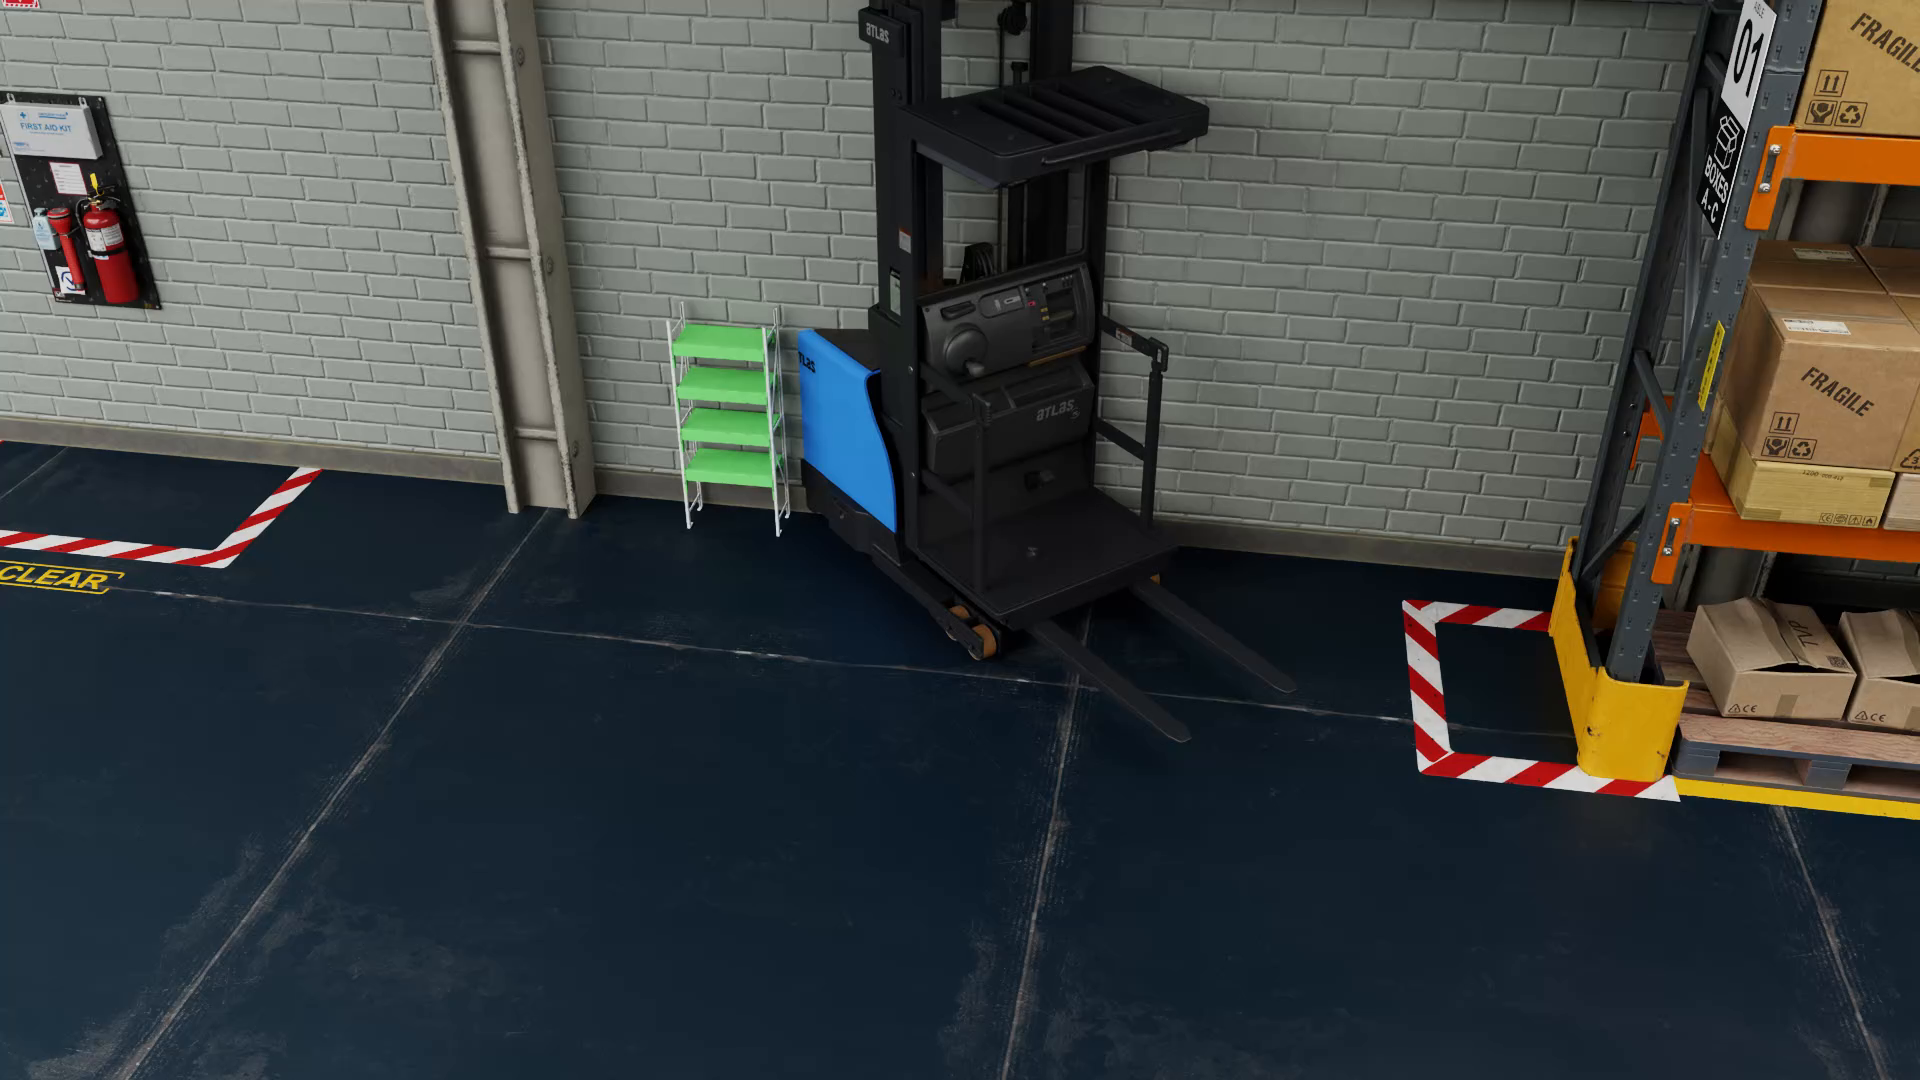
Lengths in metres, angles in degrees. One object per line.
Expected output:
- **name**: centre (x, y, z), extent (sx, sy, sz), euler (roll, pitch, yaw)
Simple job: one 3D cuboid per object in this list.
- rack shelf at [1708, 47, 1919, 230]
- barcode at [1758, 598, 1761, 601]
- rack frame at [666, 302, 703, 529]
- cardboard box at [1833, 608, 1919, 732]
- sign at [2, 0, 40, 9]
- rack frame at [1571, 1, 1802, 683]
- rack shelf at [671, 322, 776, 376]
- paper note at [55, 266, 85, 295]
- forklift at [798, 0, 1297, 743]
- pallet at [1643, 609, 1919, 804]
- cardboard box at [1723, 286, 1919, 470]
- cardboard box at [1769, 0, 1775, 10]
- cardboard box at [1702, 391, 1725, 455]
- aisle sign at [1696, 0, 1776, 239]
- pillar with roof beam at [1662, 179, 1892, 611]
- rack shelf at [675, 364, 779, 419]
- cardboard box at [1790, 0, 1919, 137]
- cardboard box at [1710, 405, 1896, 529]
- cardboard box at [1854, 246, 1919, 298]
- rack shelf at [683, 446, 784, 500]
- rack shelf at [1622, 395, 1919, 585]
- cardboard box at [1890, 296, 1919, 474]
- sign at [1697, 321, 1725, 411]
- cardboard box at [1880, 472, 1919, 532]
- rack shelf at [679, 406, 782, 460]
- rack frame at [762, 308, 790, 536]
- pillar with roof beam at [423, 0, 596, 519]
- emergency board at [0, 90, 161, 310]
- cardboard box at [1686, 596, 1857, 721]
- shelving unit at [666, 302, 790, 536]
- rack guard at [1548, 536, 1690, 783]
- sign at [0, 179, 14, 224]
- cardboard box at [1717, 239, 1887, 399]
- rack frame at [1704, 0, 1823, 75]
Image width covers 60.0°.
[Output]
- **rack shelf**: centre (4.830, -1.346, 5.925), extent (4.000, 0.370, 1.077), euler (5, 32, 8)
- **barcode**: centre (3.611, 0.292, 7.567), extent (0.075, 0.075, 0.001), euler (5, 32, 8)
- **rack frame**: centre (-1.424, -0.633, 8.630), extent (0.015, 1.200, 0.240), euler (5, 32, 8)
- **cardboard box**: centre (4.088, 0.555, 7.156), extent (0.500, 0.311, 0.500), euler (8, 33, 12)
- **sign**: centre (-4.641, -2.760, 8.147), extent (0.199, 0.298, 0.001), euler (5, 32, 8)
- **rack frame**: centre (2.859, -0.558, 6.815), extent (0.127, 3.000, 1.000), euler (5, 32, 8)
- **rack shelf**: centre (-1.183, -0.965, 8.376), extent (0.480, 0.148, 0.258), euler (5, 32, 8)
- **paper note**: centre (-4.812, -1.403, 8.994), extent (0.142, 0.148, 0.016), euler (5, 32, 8)
- **forklift**: centre (0.353, -0.966, 7.532), extent (1.130, 2.935, 3.031), euler (-20, 37, -28)
- **pallet**: centre (3.729, 0.721, 7.398), extent (1.213, 0.211, 1.003), euler (5, 32, 8)
- **cardboard box**: centre (3.279, -0.621, 6.331), extent (0.500, 0.500, 0.500), euler (5, 32, 8)
- **cardboard box**: centre (3.313, -1.976, 6.139), extent (0.500, 0.500, 0.500), euler (7, 33, 12)
- **cardboard box**: centre (3.352, -0.563, 6.945), extent (0.500, 0.250, 0.500), euler (6, 32, 9)
- **aisle sign**: centre (2.738, -1.510, 5.885), extent (0.004, 0.787, 0.394), euler (5, 32, 8)
- **pillar with roof beam**: centre (2.970, -1.240, 2.249), extent (0.400, 9.000, 9.100), euler (5, 32, 8)
- **rack shelf**: centre (-1.183, -0.761, 8.504), extent (0.480, 0.148, 0.258), euler (5, 32, 8)
- **cardboard box**: centre (3.146, -1.720, 5.731), extent (0.500, 0.500, 0.500), euler (6, 33, 9)
- **cardboard box**: centre (3.287, -0.294, 6.514), extent (0.500, 0.250, 0.500), euler (4, 32, 7)
- **cardboard box**: centre (3.854, -0.840, 6.681), extent (0.500, 0.500, 0.500), euler (6, 32, 9)
- **rack shelf**: centre (-1.183, -0.355, 8.758), extent (0.480, 0.148, 0.258), euler (5, 32, 8)
- **rack shelf**: centre (4.830, -0.075, 6.720), extent (4.000, 0.370, 1.077), euler (5, 32, 8)
- **cardboard box**: centre (3.764, -0.572, 6.252), extent (0.500, 0.500, 0.500), euler (5, 32, 8)
- **sign**: centre (2.768, -0.641, 6.132), extent (0.005, 0.325, 0.100), euler (5, 32, 8)
- **cardboard box**: centre (3.801, -0.255, 6.452), extent (0.500, 0.250, 0.500), euler (4, 32, 7)
- **rack shelf**: centre (-1.183, -0.558, 8.631), extent (0.480, 0.148, 0.258), euler (5, 32, 8)
- **rack frame**: centre (-0.942, -0.592, 8.564), extent (0.015, 1.200, 0.240), euler (5, 32, 8)
- **pillar with roof beam**: centre (-2.944, -1.775, 3.105), extent (0.400, 9.000, 9.100), euler (5, 32, 8)
- **emergency board**: centre (-4.650, -1.724, 8.678), extent (0.643, 1.169, 0.194), euler (5, 32, 8)
- **cardboard box**: centre (3.526, 0.504, 7.238), extent (0.500, 0.311, 0.500), euler (2, 32, 3)
- **shelving unit**: centre (-1.183, -0.612, 8.597), extent (0.503, 1.200, 0.258), euler (5, 32, 8)
- **rack guard**: centre (2.934, 0.508, 7.467), extent (0.348, 0.500, 1.175), euler (5, 32, 8)
- **sign**: centre (-5.177, -1.843, 8.833), extent (0.234, 0.329, 0.001), euler (5, 32, 8)
- **cardboard box**: centre (3.359, -0.890, 6.761), extent (0.500, 0.500, 0.500), euler (5, 32, 8)
- **rack frame**: centre (2.859, -3.101, 5.223), extent (0.127, 3.000, 1.000), euler (5, 32, 8)
